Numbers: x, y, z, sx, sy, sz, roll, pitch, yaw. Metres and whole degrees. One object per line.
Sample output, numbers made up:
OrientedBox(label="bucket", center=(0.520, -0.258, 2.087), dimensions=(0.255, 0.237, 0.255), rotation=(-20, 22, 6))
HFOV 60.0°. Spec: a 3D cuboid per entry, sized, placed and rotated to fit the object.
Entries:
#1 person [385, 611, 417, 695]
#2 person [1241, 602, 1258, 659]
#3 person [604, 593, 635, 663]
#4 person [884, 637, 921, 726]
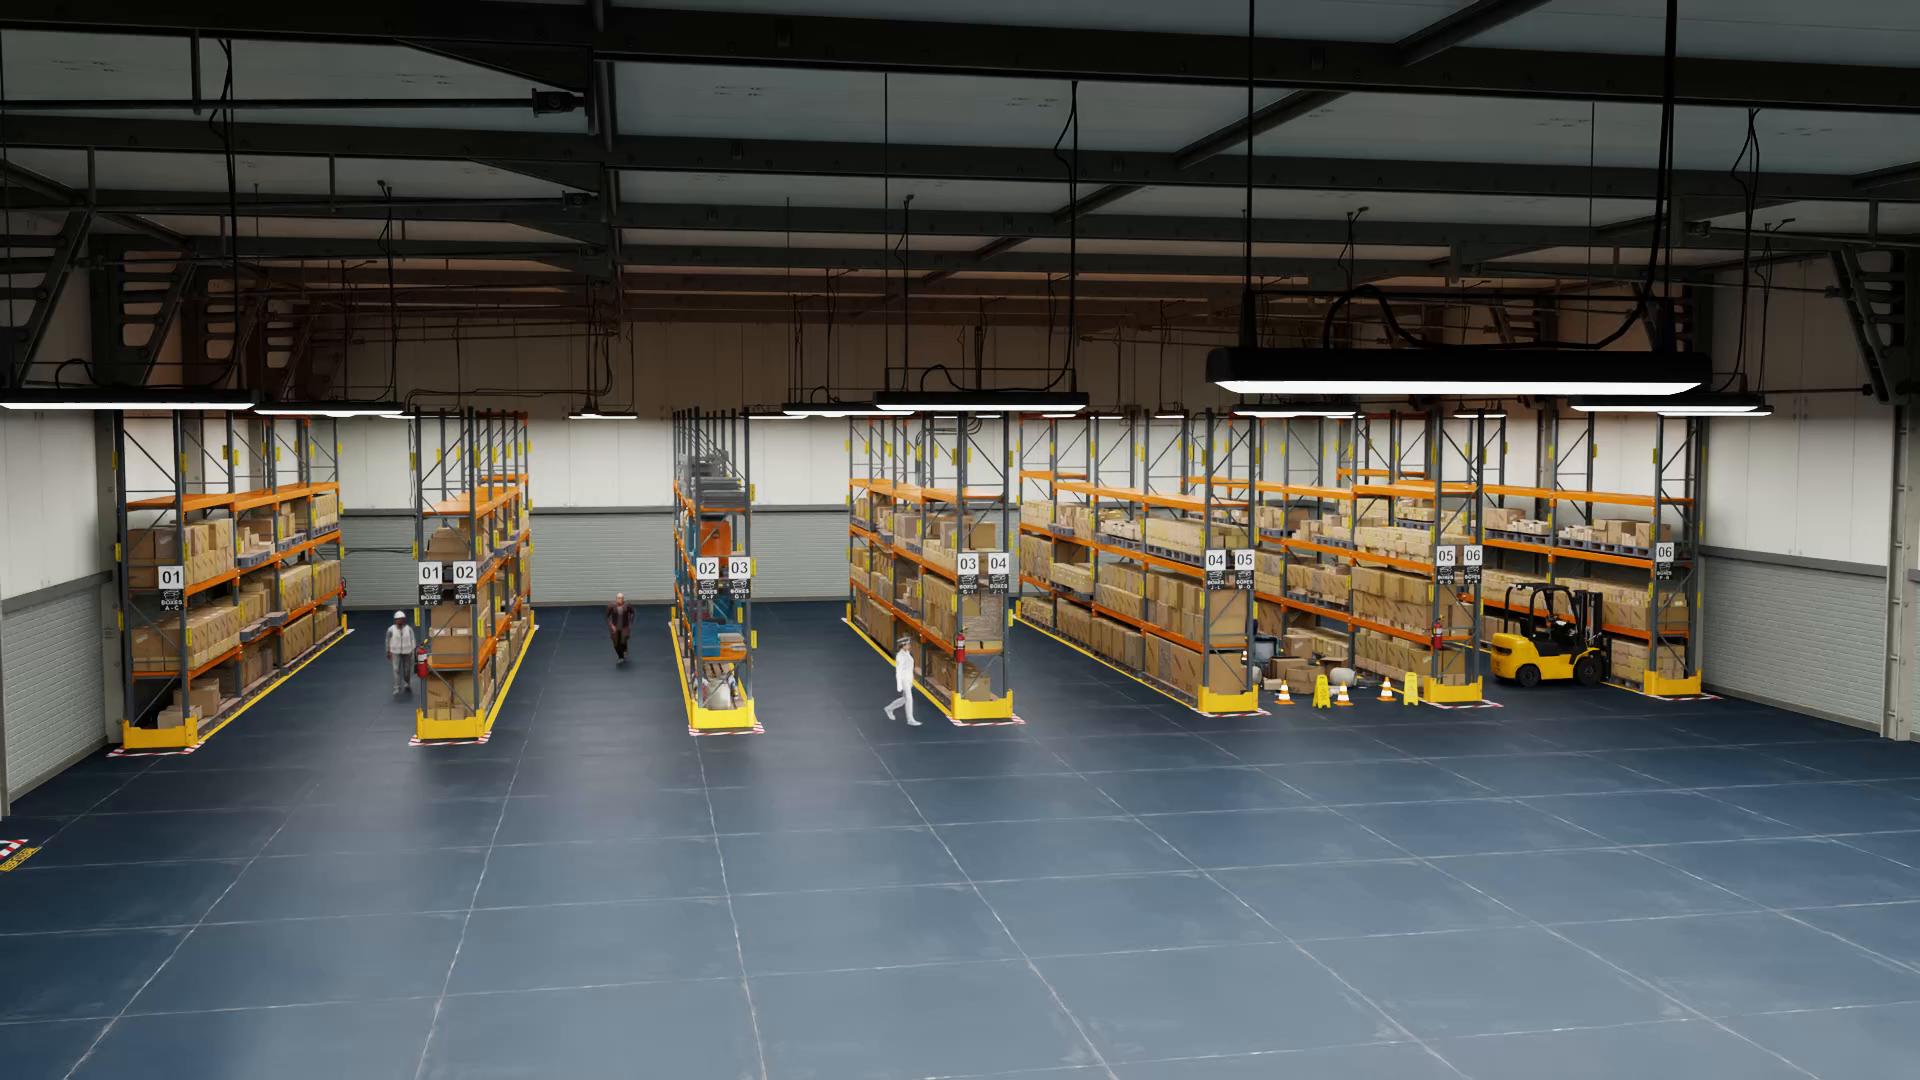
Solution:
OrientedBox(label="person", center=(-11.775, 2.360, 35.030), dimensions=(0.637, 1.718, 1.065), rotation=(-1, 4, -14))
OrientedBox(label="person", center=(6.963, 2.065, 40.149), dimensions=(0.529, 1.683, 0.392), rotation=(-4, 5, -42))
OrientedBox(label="person", center=(-8.065, 2.088, 39.408), dimensions=(0.692, 1.686, 0.668), rotation=(0, 4, -3))
OrientedBox(label="person", center=(-1.063, 2.646, 31.455), dimensions=(0.782, 1.650, 0.528), rotation=(2, 4, 21))
